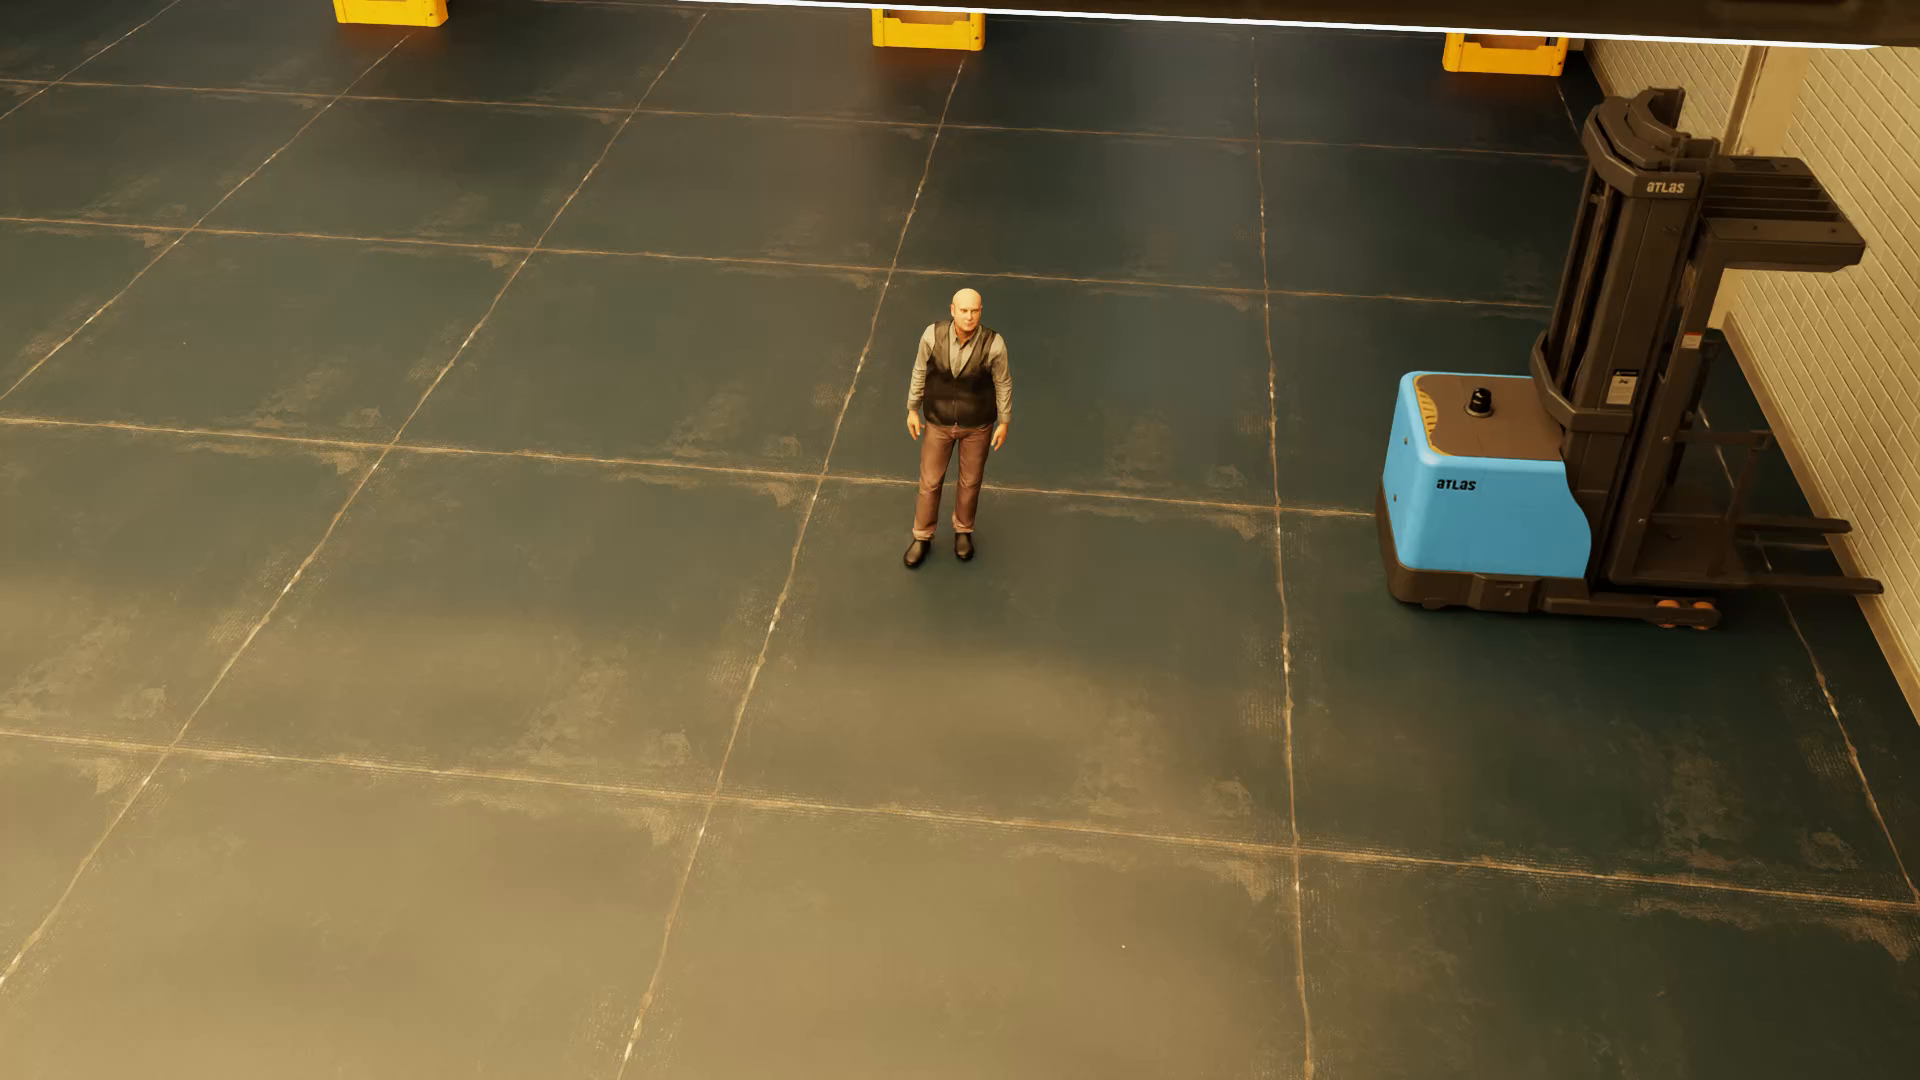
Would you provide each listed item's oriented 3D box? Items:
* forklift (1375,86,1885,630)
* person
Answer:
[{"bbox_3d":[4.125,-0.984,9.364,3.031,2.935,1.130,3,37,4],"label":"forklift"},{"bbox_3d":[-0.015,-0.662,9.935,0.633,1.722,0.566,4,37,6],"label":"person"}]
